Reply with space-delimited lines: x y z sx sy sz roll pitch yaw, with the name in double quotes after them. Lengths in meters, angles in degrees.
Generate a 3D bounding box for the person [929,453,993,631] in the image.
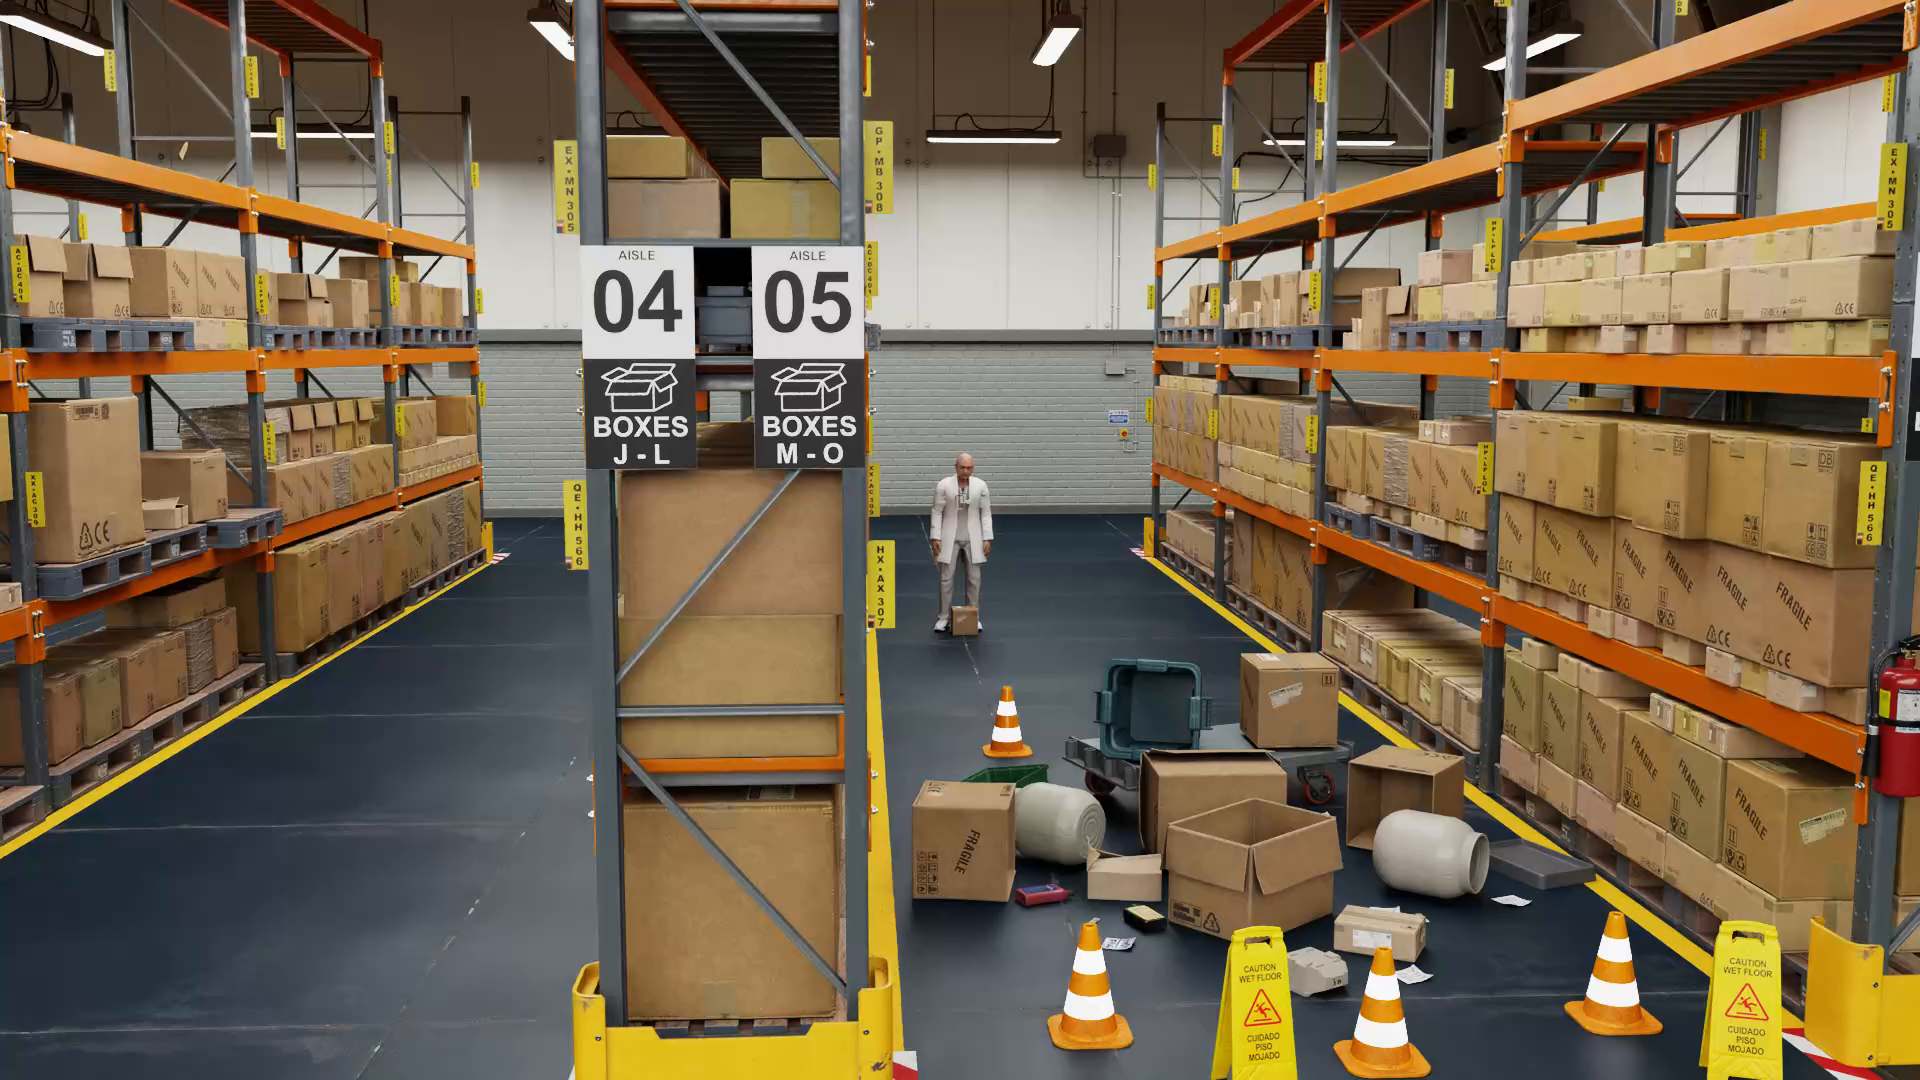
0.014 0.015 16.678 0.647 1.773 0.427 -1 7 -6 "person"
